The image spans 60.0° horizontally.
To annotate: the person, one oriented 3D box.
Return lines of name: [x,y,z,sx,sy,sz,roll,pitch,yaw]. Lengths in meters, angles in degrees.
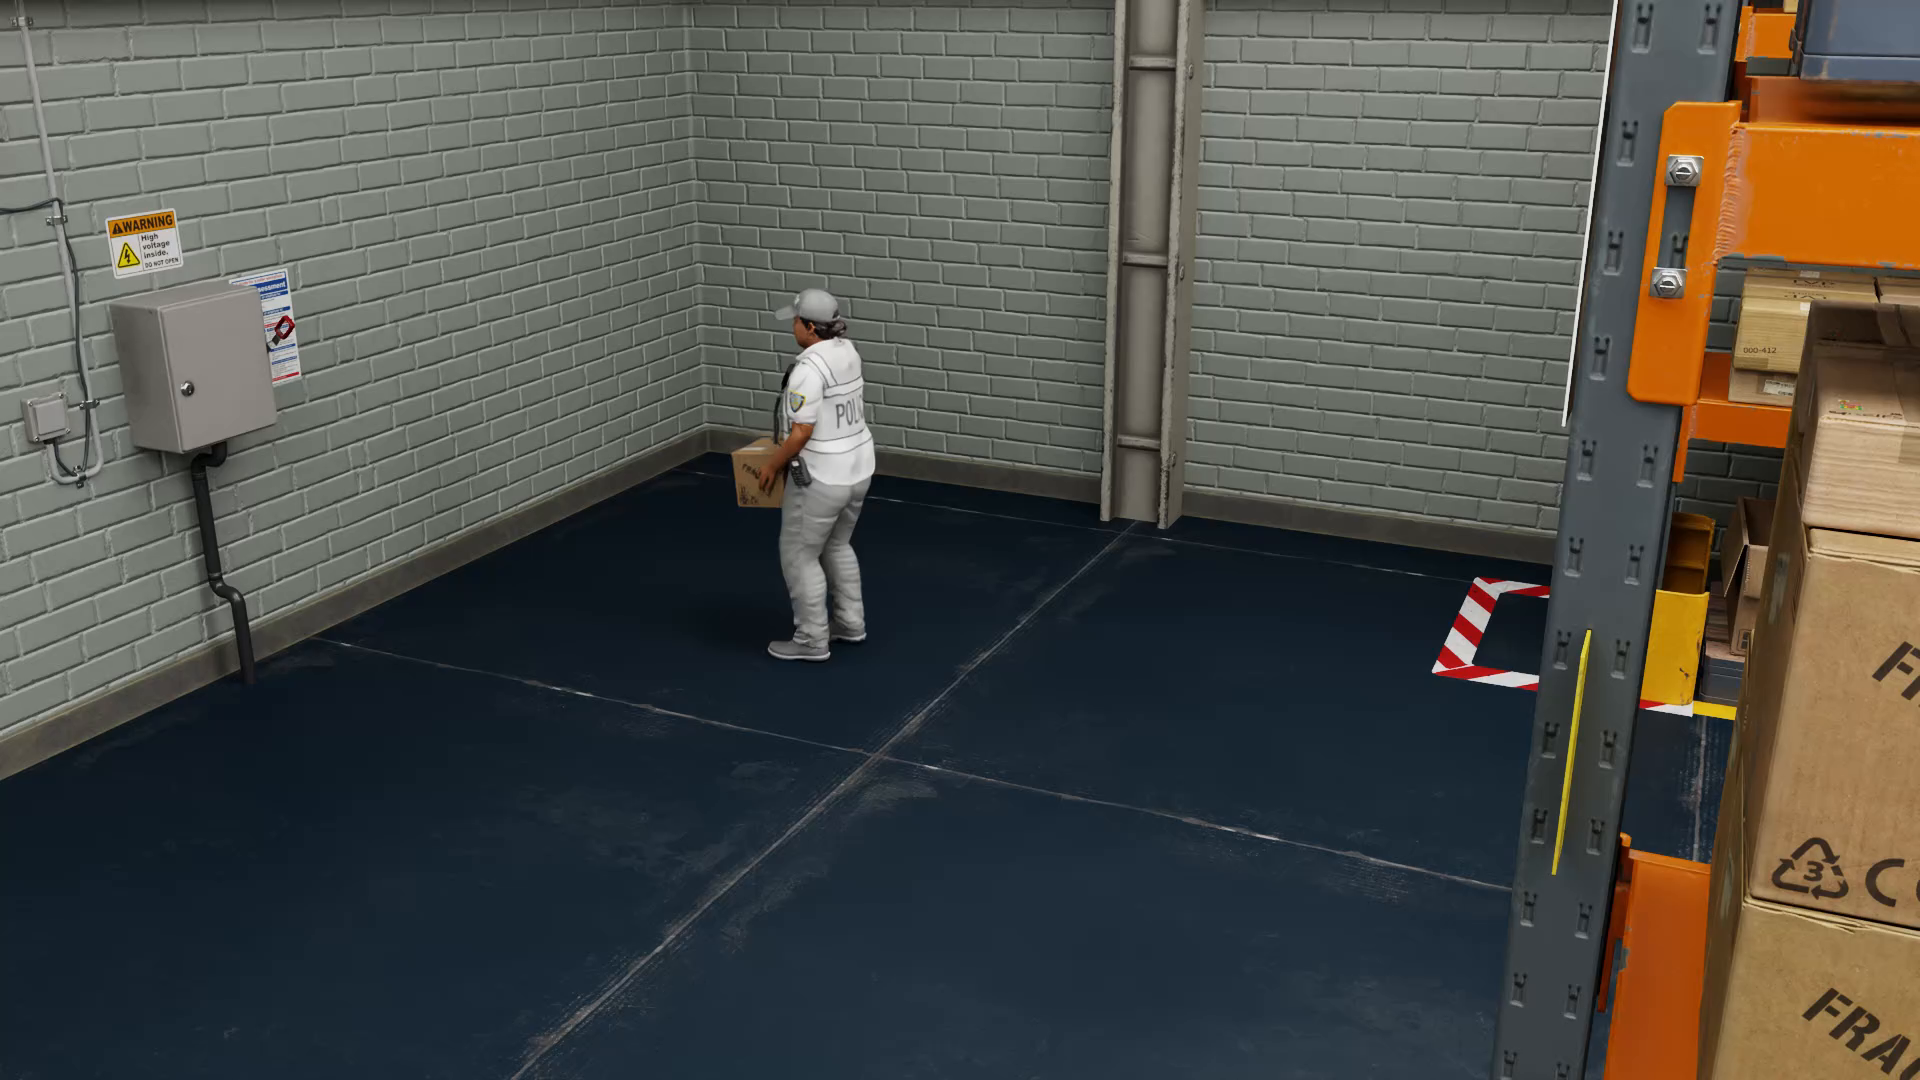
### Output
person: [-0.628,-0.284,7.363,0.466,1.672,0.502,8,21,22]
